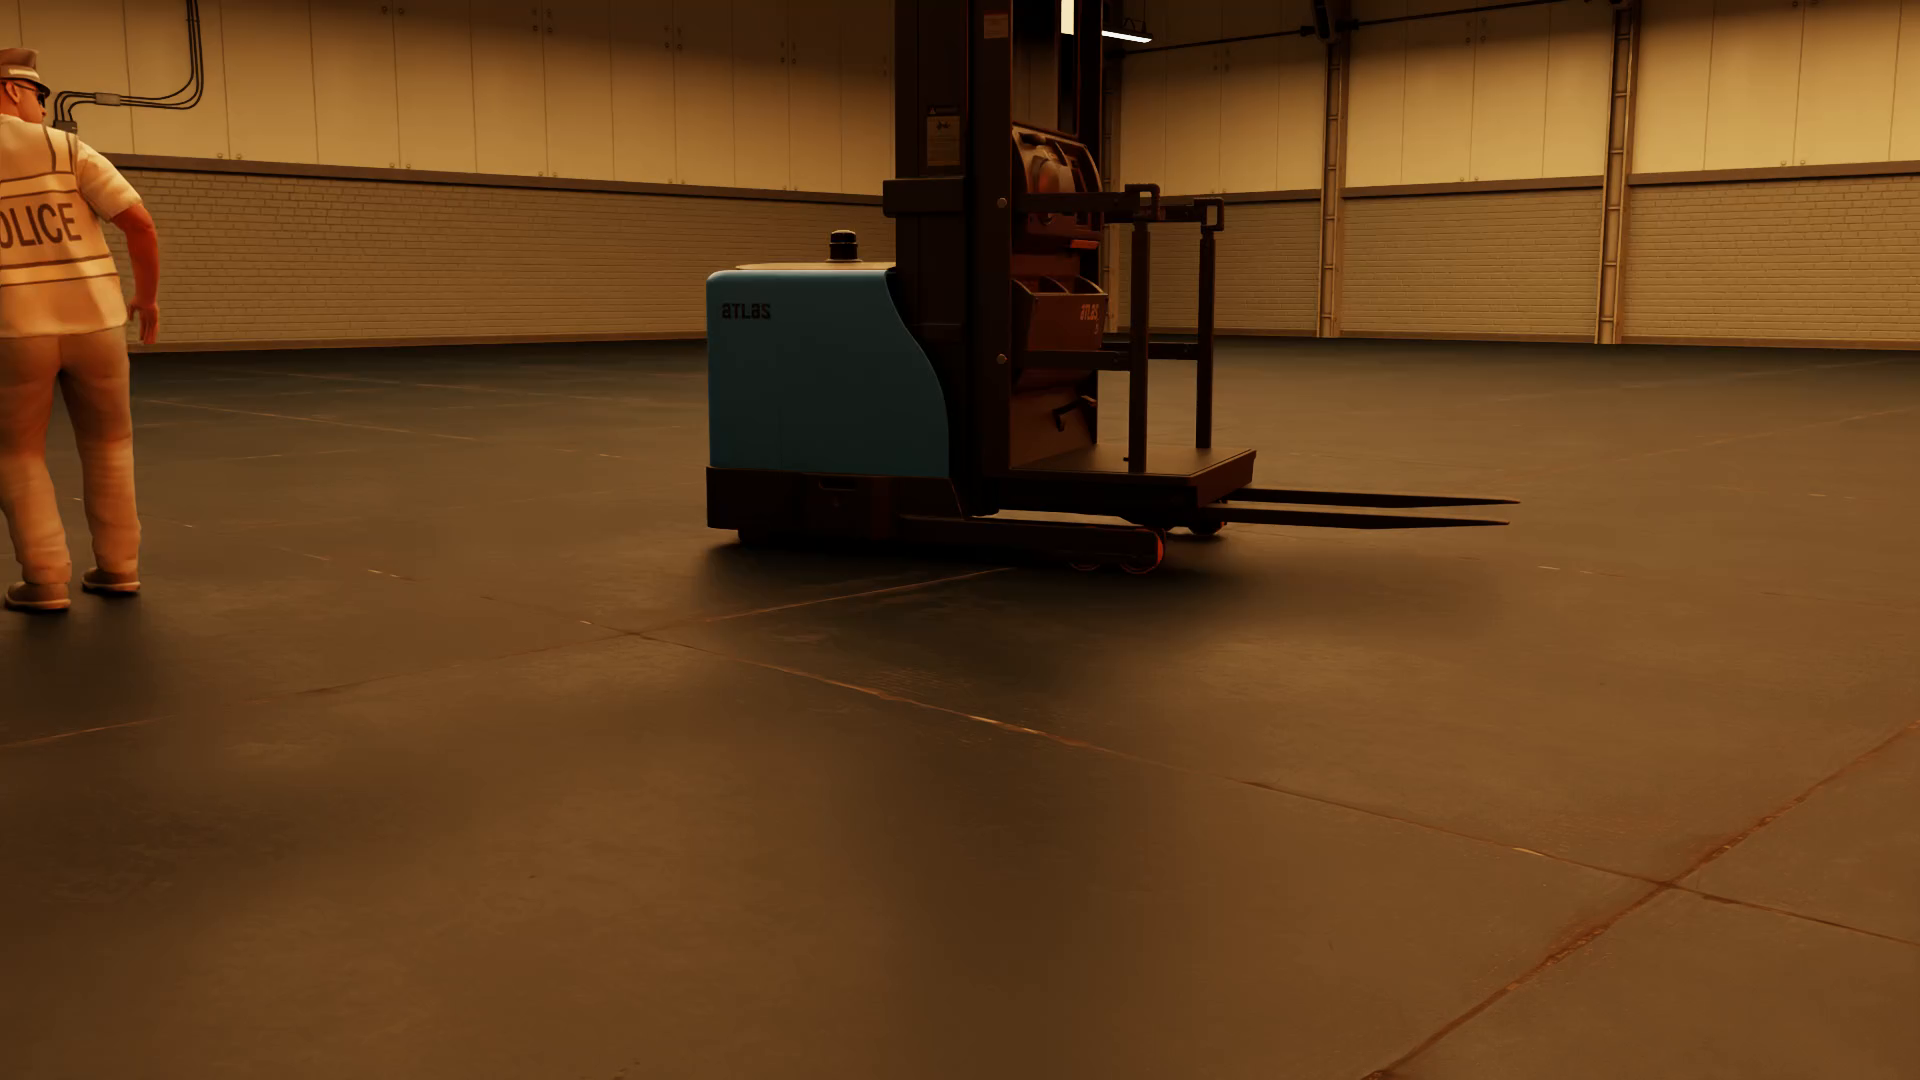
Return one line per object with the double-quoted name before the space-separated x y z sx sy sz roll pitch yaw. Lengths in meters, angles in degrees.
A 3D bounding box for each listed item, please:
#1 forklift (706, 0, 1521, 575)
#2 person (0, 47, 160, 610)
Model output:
"forklift" 0.565 -1.416 6.275 3.031 2.935 1.130 3 9 22
"person" -2.943 -0.659 5.276 0.742 1.736 0.531 -6 10 -35
